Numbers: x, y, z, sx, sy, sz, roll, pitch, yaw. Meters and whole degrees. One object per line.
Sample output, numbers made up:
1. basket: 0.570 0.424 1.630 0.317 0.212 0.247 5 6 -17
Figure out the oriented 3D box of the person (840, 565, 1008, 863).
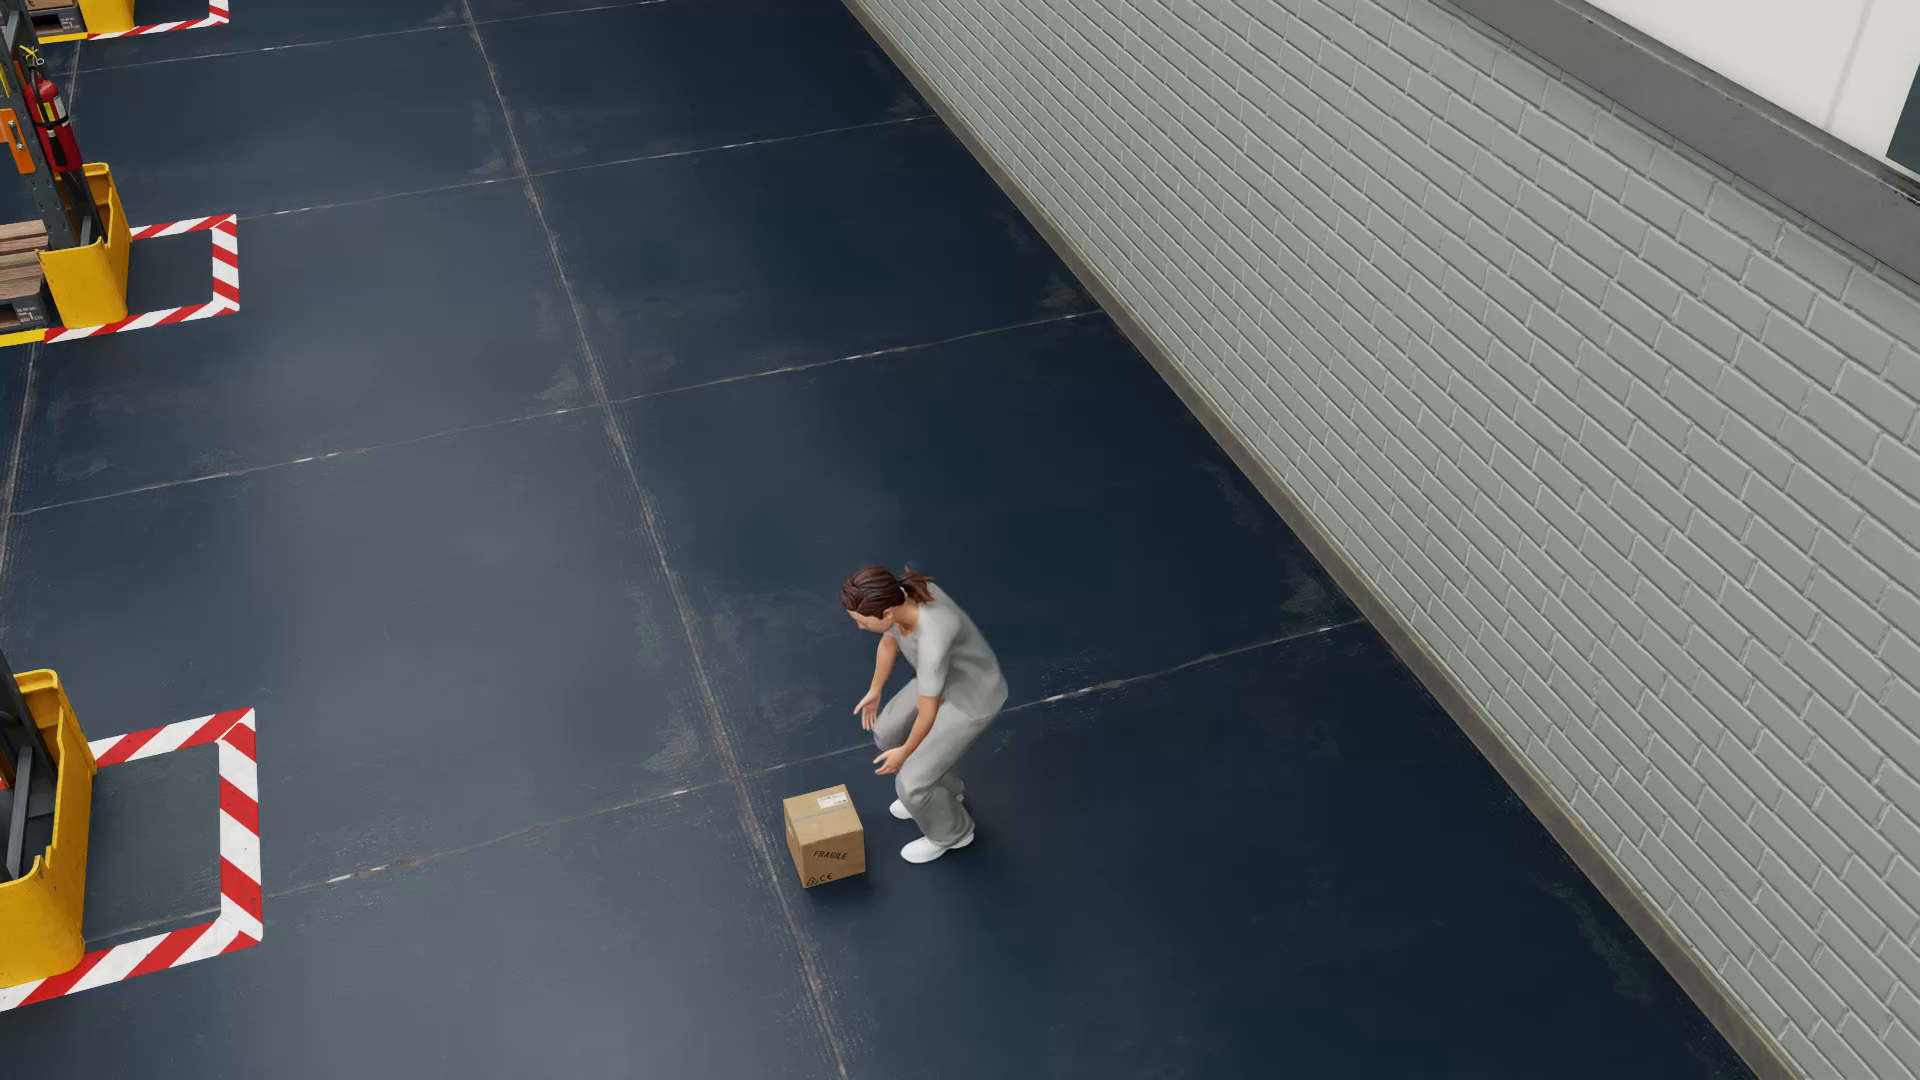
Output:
1. person: -0.122 0.621 6.202 0.616 1.417 0.490 -12 40 -15
